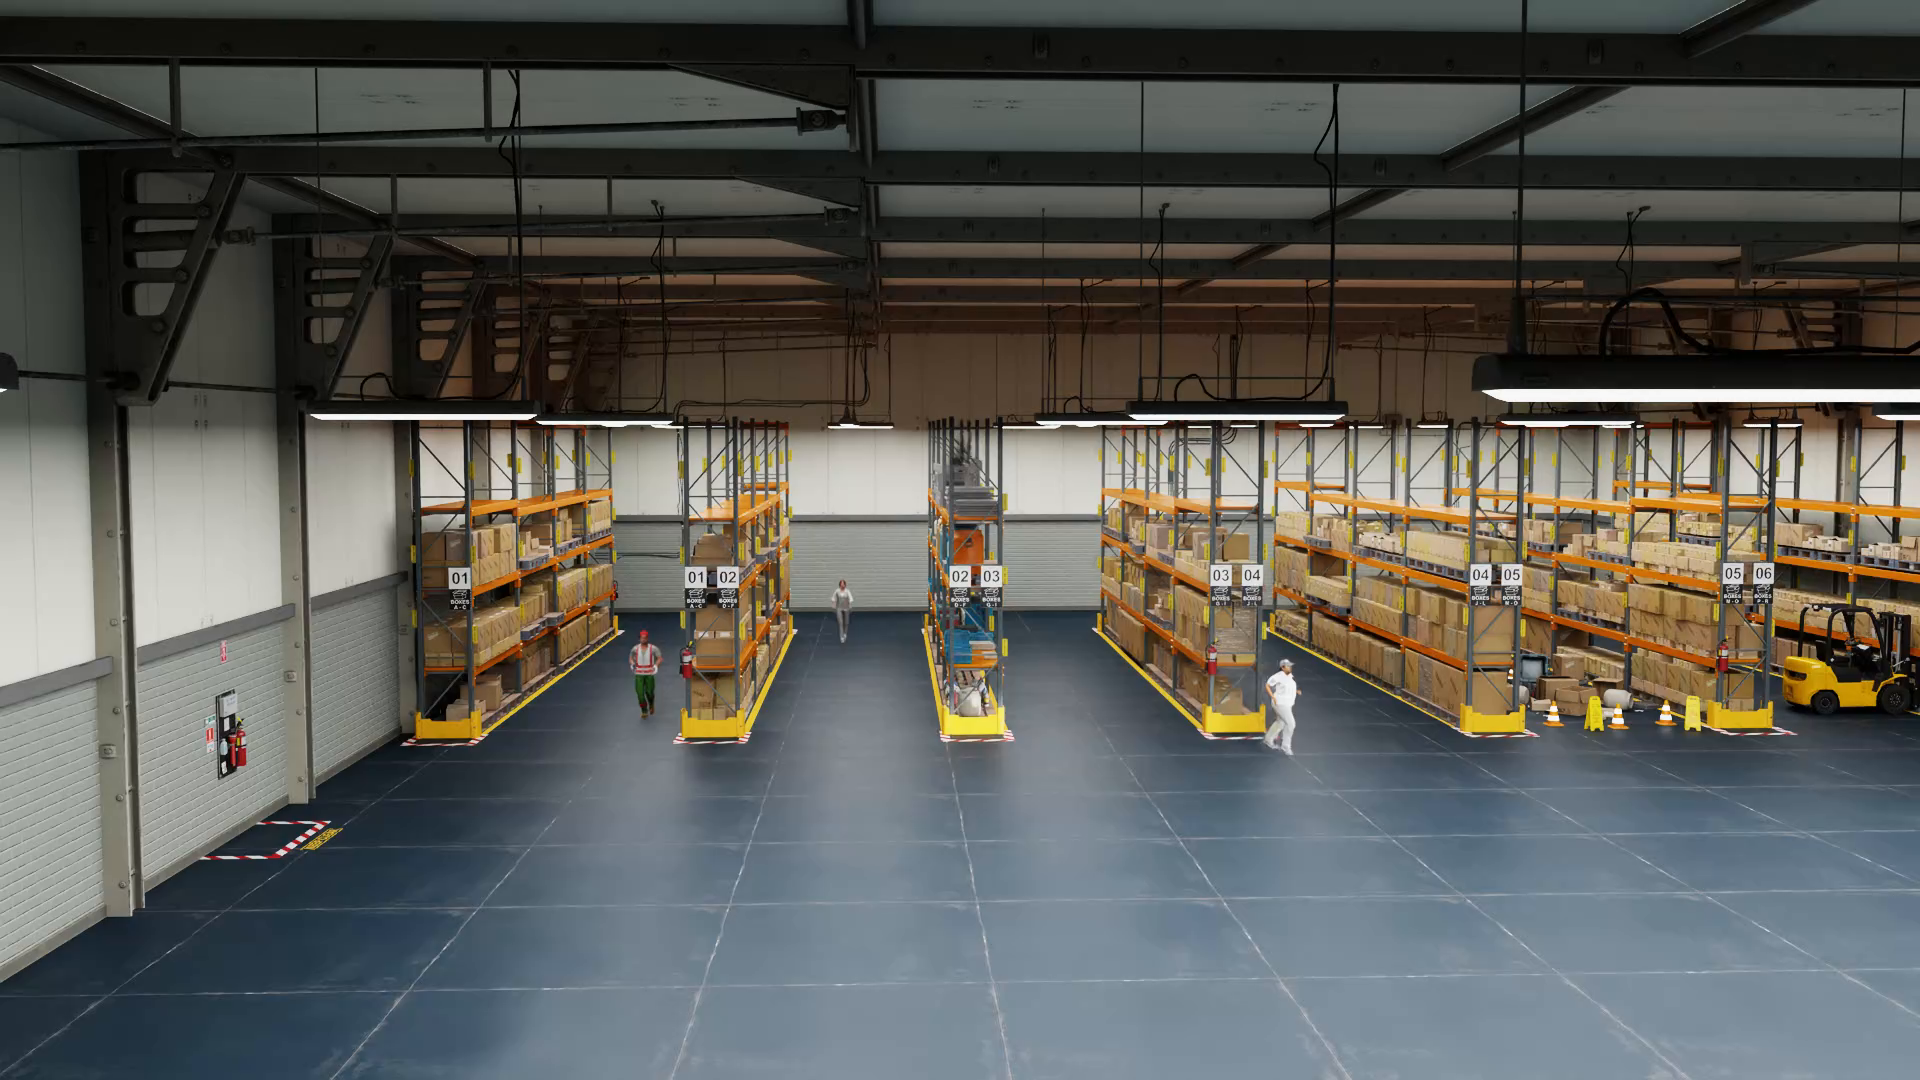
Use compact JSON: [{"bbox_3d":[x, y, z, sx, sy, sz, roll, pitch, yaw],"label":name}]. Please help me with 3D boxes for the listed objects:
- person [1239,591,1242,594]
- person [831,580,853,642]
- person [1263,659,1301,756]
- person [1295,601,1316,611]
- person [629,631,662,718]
[{"bbox_3d":[7.751,1.762,47.868,0.747,1.696,0.805,2,4,29],"label":"person"},{"bbox_3d":[-3.049,1.828,43.115,0.547,1.584,0.759,-1,4,-8],"label":"person"},{"bbox_3d":[5.739,2.971,29.639,0.728,1.728,0.590,3,5,39],"label":"person"},{"bbox_3d":[10.216,1.669,49.000,0.674,1.736,0.714,-1,4,-10],"label":"person"},{"bbox_3d":[-6.288,2.684,33.155,0.649,1.740,0.601,0,4,-2],"label":"person"}]
